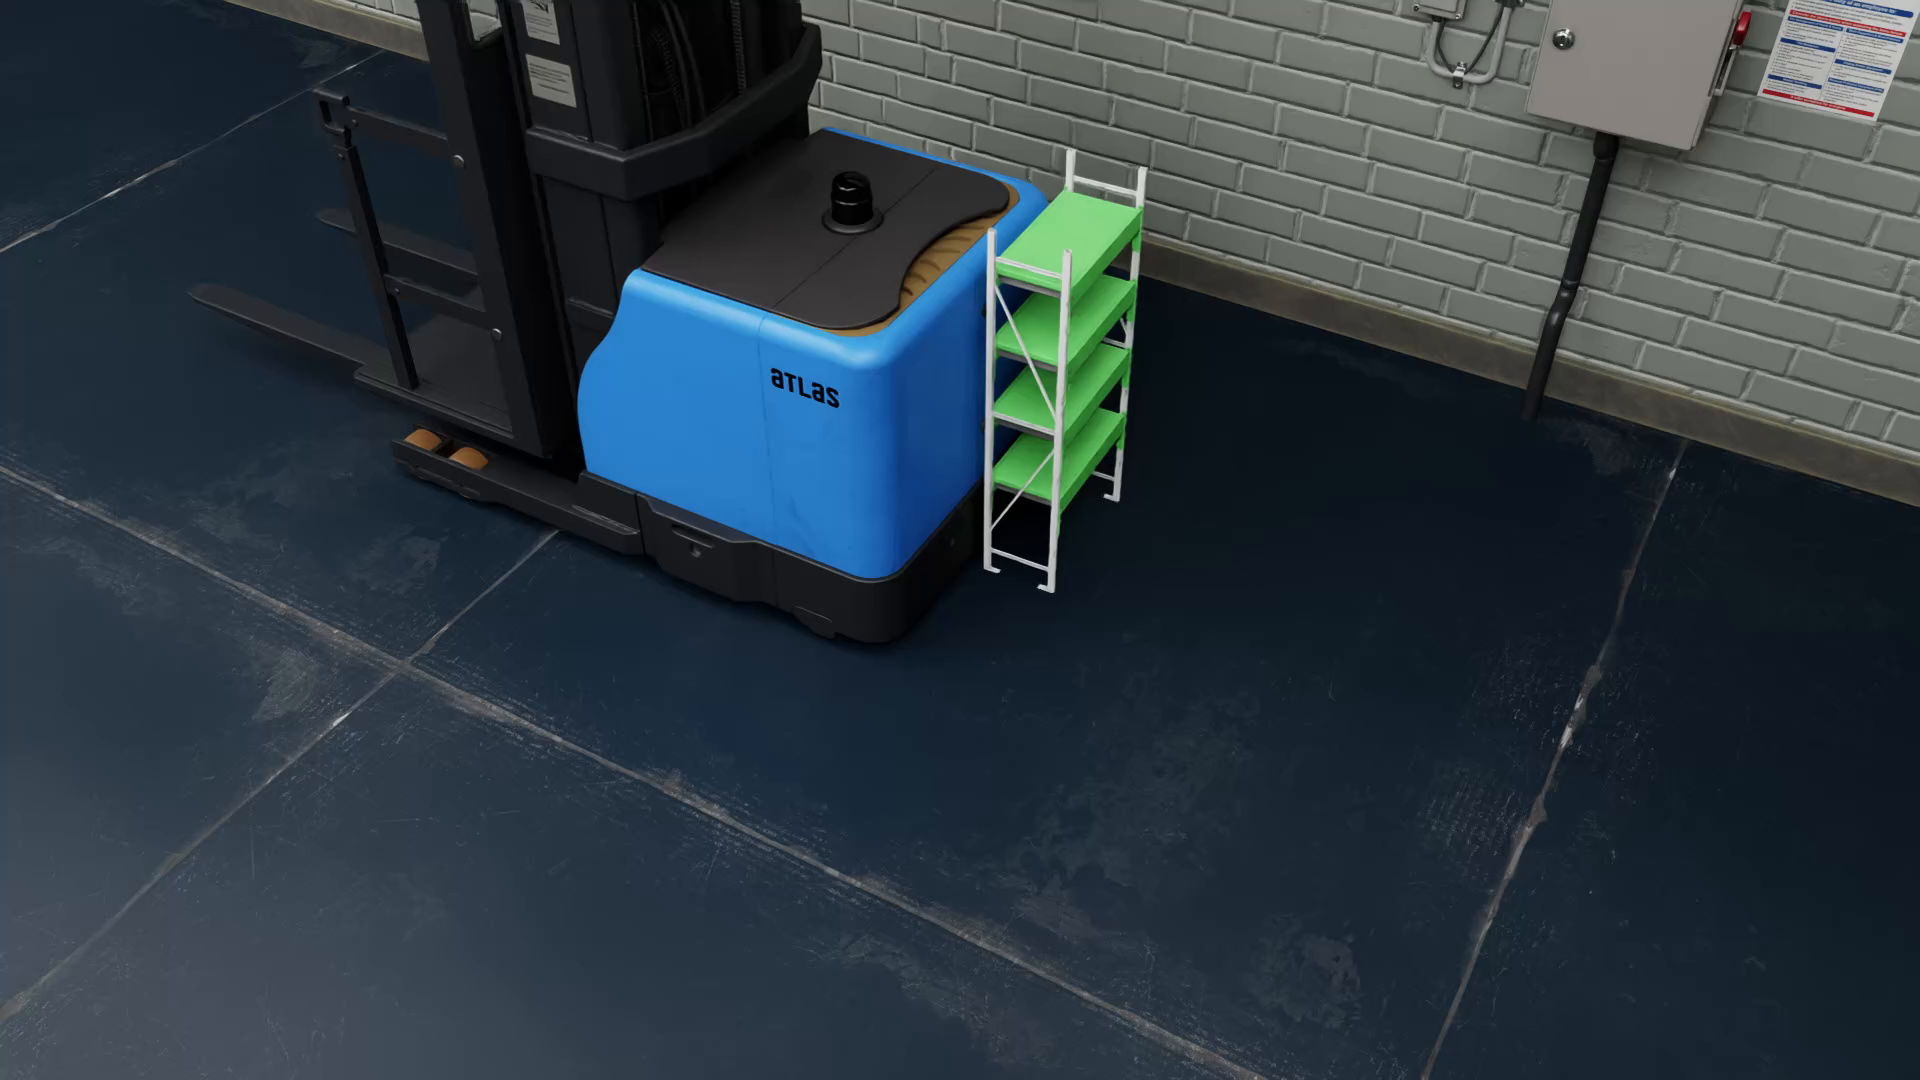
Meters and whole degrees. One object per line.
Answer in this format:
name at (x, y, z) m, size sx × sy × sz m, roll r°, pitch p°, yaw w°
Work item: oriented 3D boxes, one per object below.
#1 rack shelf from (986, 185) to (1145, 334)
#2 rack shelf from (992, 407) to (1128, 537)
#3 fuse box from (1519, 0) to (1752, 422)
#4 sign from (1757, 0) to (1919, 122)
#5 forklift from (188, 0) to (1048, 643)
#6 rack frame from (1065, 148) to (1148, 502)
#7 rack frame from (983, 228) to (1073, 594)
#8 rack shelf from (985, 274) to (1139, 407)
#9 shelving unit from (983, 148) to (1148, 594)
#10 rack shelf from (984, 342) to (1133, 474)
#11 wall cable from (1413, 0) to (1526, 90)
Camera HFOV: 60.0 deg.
rack shelf at (0.296, -0.783, 4.602) m, size 0.258 × 0.148 × 0.480 m, roll 19°, pitch 45°, yaw 21°
rack shelf at (0.296, -0.243, 5.077) m, size 0.258 × 0.148 × 0.480 m, roll 19°, pitch 45°, yaw 21°
fuse box at (1.967, -1.043, 5.139) m, size 0.539 × 1.711 × 0.414 m, roll 21°, pitch 45°, yaw 22°
sign at (2.499, -1.446, 4.694) m, size 0.329 × 0.494 × 0.001 m, roll 21°, pitch 45°, yaw 22°
forklift at (-1.267, -1.516, 4.753) m, size 3.031 × 2.935 × 1.130 m, roll 20°, pitch 45°, yaw 22°
rack frame at (0.410, -0.613, 5.038) m, size 0.240 × 1.200 × 0.015 m, roll 19°, pitch 45°, yaw 21°
rack frame at (0.181, -0.328, 4.715) m, size 0.240 × 1.200 × 0.015 m, roll 19°, pitch 45°, yaw 21°
rack shelf at (0.296, -0.603, 4.760) m, size 0.258 × 0.148 × 0.480 m, roll 19°, pitch 45°, yaw 21°
shelving unit at (0.296, -0.471, 4.877) m, size 0.258 × 1.200 × 0.503 m, roll 19°, pitch 45°, yaw 21°
rack shelf at (0.296, -0.423, 4.919) m, size 0.258 × 0.148 × 0.480 m, roll 19°, pitch 45°, yaw 21°
wall cable at (1.455, -2.223, 4.736) m, size 0.588 × 1.984 × 0.122 m, roll 21°, pitch 45°, yaw 22°
